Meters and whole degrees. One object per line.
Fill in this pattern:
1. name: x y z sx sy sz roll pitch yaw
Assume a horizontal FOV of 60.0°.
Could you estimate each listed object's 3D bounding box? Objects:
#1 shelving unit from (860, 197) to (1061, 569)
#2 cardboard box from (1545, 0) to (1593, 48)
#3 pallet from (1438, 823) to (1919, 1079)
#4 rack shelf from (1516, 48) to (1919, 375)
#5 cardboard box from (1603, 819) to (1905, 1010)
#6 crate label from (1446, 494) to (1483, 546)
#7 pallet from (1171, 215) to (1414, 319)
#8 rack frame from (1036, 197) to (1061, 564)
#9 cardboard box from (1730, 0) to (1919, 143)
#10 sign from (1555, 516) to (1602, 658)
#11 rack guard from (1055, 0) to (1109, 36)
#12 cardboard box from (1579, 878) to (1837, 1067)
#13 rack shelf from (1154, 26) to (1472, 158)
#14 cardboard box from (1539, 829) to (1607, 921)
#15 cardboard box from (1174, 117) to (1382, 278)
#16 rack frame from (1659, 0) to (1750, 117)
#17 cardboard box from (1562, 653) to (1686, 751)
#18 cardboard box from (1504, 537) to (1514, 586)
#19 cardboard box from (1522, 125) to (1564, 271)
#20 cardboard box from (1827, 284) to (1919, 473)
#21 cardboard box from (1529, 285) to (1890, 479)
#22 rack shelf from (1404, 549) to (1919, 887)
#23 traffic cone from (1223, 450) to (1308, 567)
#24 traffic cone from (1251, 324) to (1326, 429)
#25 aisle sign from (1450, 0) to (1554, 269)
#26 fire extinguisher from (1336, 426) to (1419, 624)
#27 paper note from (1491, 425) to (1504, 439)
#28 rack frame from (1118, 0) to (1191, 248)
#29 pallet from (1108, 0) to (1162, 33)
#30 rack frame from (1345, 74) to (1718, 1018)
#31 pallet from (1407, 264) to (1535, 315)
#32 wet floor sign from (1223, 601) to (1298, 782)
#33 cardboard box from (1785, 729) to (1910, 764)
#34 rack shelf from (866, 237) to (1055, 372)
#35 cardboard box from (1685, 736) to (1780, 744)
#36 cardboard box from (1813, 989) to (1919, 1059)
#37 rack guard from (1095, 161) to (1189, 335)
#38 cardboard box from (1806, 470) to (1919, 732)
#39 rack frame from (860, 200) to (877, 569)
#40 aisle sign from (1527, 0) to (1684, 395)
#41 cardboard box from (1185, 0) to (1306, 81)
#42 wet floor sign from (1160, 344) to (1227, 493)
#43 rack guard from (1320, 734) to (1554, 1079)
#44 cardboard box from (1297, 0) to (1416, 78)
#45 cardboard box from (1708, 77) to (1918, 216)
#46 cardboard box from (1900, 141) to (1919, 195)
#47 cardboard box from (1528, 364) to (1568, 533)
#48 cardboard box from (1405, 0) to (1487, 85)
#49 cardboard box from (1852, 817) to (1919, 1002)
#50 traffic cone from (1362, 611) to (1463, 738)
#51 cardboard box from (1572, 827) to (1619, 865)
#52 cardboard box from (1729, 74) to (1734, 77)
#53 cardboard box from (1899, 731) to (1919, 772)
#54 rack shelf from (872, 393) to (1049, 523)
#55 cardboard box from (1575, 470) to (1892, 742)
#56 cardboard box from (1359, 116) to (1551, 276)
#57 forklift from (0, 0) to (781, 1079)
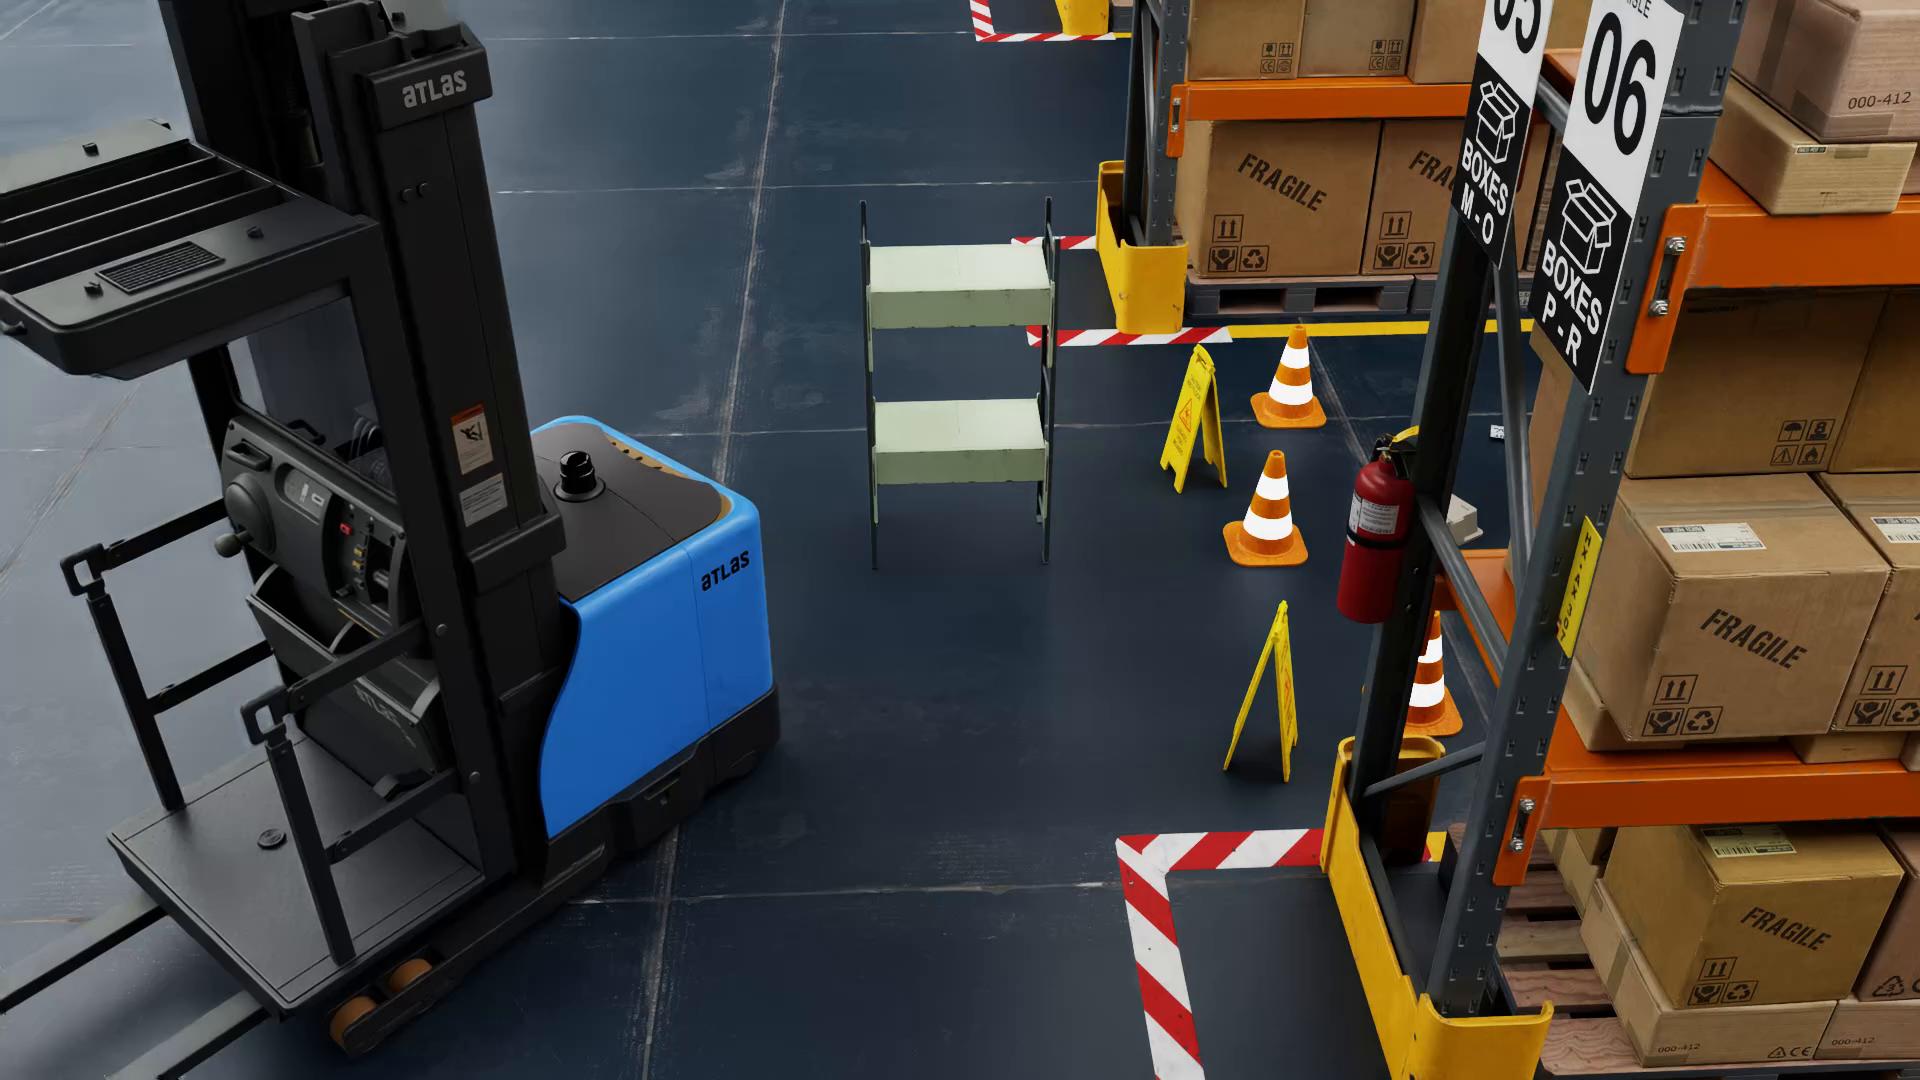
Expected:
1. shelving unit: -0.007 -0.617 6.823 0.755 1.500 0.431 -2 35 -2
2. cardboard box: 3.022 -2.764 8.476 0.500 0.550 0.875 -2 35 -2
3. pallet: 2.237 1.296 5.192 1.213 0.211 1.003 -2 35 -2
4. rack shelf: 3.345 -0.838 3.822 4.000 0.370 1.077 -2 35 -2
5. cardboard box: 2.190 0.937 4.648 0.500 0.500 0.500 -3 35 -4
6. crate label: 2.106 -0.093 7.264 0.298 0.136 0.250 -20 39 -26
7. pallet: 1.807 -1.577 9.344 1.213 0.211 1.003 -2 35 -2
8. rack frame: 0.359 -0.626 6.837 0.023 1.500 0.400 -2 35 -2
9. cardboard box: 1.862 -1.003 3.298 0.500 0.250 0.500 -2 35 -3
10. sign: 1.373 0.106 3.701 0.005 0.325 0.100 -2 35 -2
11. rack guard: 0.954 -4.454 13.247 0.348 0.500 1.175 -2 35 -2
12. cardboard box: 2.166 1.247 4.860 0.500 0.250 0.500 -2 35 -3
13. rack shelf: 3.010 -2.416 8.737 4.000 0.370 1.077 -2 35 -2
14. cardboard box: 2.166 0.936 5.309 0.500 0.250 0.500 -2 35 -2
15. cardboard box: 1.687 -2.013 9.020 0.875 0.875 0.875 -1 35 -2
16. rack frame: 1.348 -2.314 2.686 0.127 3.000 1.000 -2 35 -2
17. cardboard box: 1.697 0.365 4.307 0.250 0.149 0.380 -1 35 -2
18. cardboard box: 1.711 0.125 4.654 0.250 0.149 0.380 0 35 -1
19. cardboard box: 3.476 -2.061 9.090 0.875 0.875 0.875 -1 35 -2
20. cardboard box: 2.353 -0.569 4.208 0.500 0.500 0.700 -1 35 -2
21. cardboard box: 1.848 -0.559 4.194 0.500 0.500 0.700 -2 35 -3
22. rack shelf: 3.345 0.395 4.675 4.000 0.370 1.077 -2 35 -2
23. traffic cone: 1.324 -0.170 7.089 0.334 0.463 0.336 -2 35 -2
24. traffic cone: 1.610 -0.822 8.031 0.334 0.463 0.336 -2 35 -2
25. aisle sign: 1.272 -1.079 3.889 0.004 0.787 0.394 -2 35 -2
26. fire extinguisher: 1.211 -0.074 4.789 0.183 0.674 0.296 -2 35 -2
27. paper note: 2.617 -0.512 7.965 0.142 0.017 0.144 10 36 14
28. rack frame: 1.012 -2.658 8.455 0.127 3.000 1.000 -2 35 -2
29. pallet: 1.768 -4.337 13.332 1.213 0.211 1.003 -2 35 -2
30. rack frame: 1.348 0.153 4.393 0.127 3.000 1.000 -2 35 -2
31. pallet: 3.023 -1.608 9.389 1.213 0.211 1.003 -2 35 -2
32. wet floor sign: 1.107 0.518 5.934 0.232 0.644 0.267 10 36 14
33. cardboard box: 2.217 0.389 4.273 0.250 0.149 0.380 -3 35 -4
34. rack shelf: -0.007 -0.937 6.601 0.720 0.370 0.431 -2 35 -2
35. cardboard box: 1.948 0.350 4.329 0.250 0.149 0.380 -1 35 -2
36. cardboard box: 2.677 1.237 4.874 0.500 0.250 0.500 0 35 -1
37. rack guard: 0.988 -1.629 9.165 0.348 0.500 1.175 -2 35 -2
38. cardboard box: 2.351 0.119 4.093 0.500 0.500 0.500 -1 35 -1
39. rack frame: -0.372 -0.607 6.809 0.023 1.500 0.400 -2 35 -2
40. aisle sign: 1.300 -0.738 3.396 0.004 0.787 0.394 -2 35 -2
41. cardboard box: 1.381 -2.755 8.464 0.550 0.550 0.875 -2 35 -2
42. wet floor sign: 1.077 -0.563 7.497 0.232 0.644 0.267 -7 35 -10
43. rack guard: 1.423 1.179 5.107 0.348 0.500 1.175 -2 35 -2
44. cardboard box: 1.929 -2.782 8.503 0.550 0.550 0.875 -2 35 -2
45. cardboard box: 1.694 -0.801 3.357 0.250 0.149 0.380 -2 35 -2
46. cardboard box: 1.952 -0.859 3.441 0.250 0.149 0.380 -3 35 -4
47. cardboard box: 1.877 -0.181 4.527 0.500 0.500 0.500 -2 35 -3
48. cardboard box: 2.494 -2.726 8.422 0.550 0.550 0.875 -2 35 -2
49. cardboard box: 2.712 0.921 4.672 0.500 0.500 0.500 -3 35 -4
50. traffic cone: 1.716 0.452 6.191 0.334 0.463 0.336 -2 35 -2
51. cardboard box: 2.136 0.633 5.088 0.500 0.500 0.500 -1 35 -2
52. cardboard box: 1.691 -1.145 3.854 0.250 0.149 0.380 -1 35 -2
53. cardboard box: 2.473 0.408 4.245 0.250 0.149 0.380 -1 35 -1
54. rack shelf: -0.007 -0.348 7.008 0.720 0.370 0.431 -2 35 -2
55. cardboard box: 1.834 0.135 4.070 0.500 0.500 0.500 -2 35 -3
56. cardboard box: 2.565 -2.038 9.056 0.875 0.875 0.875 -2 35 -3
57. forklift: -1.998 0.015 4.653 1.130 2.935 3.031 26 42 32
